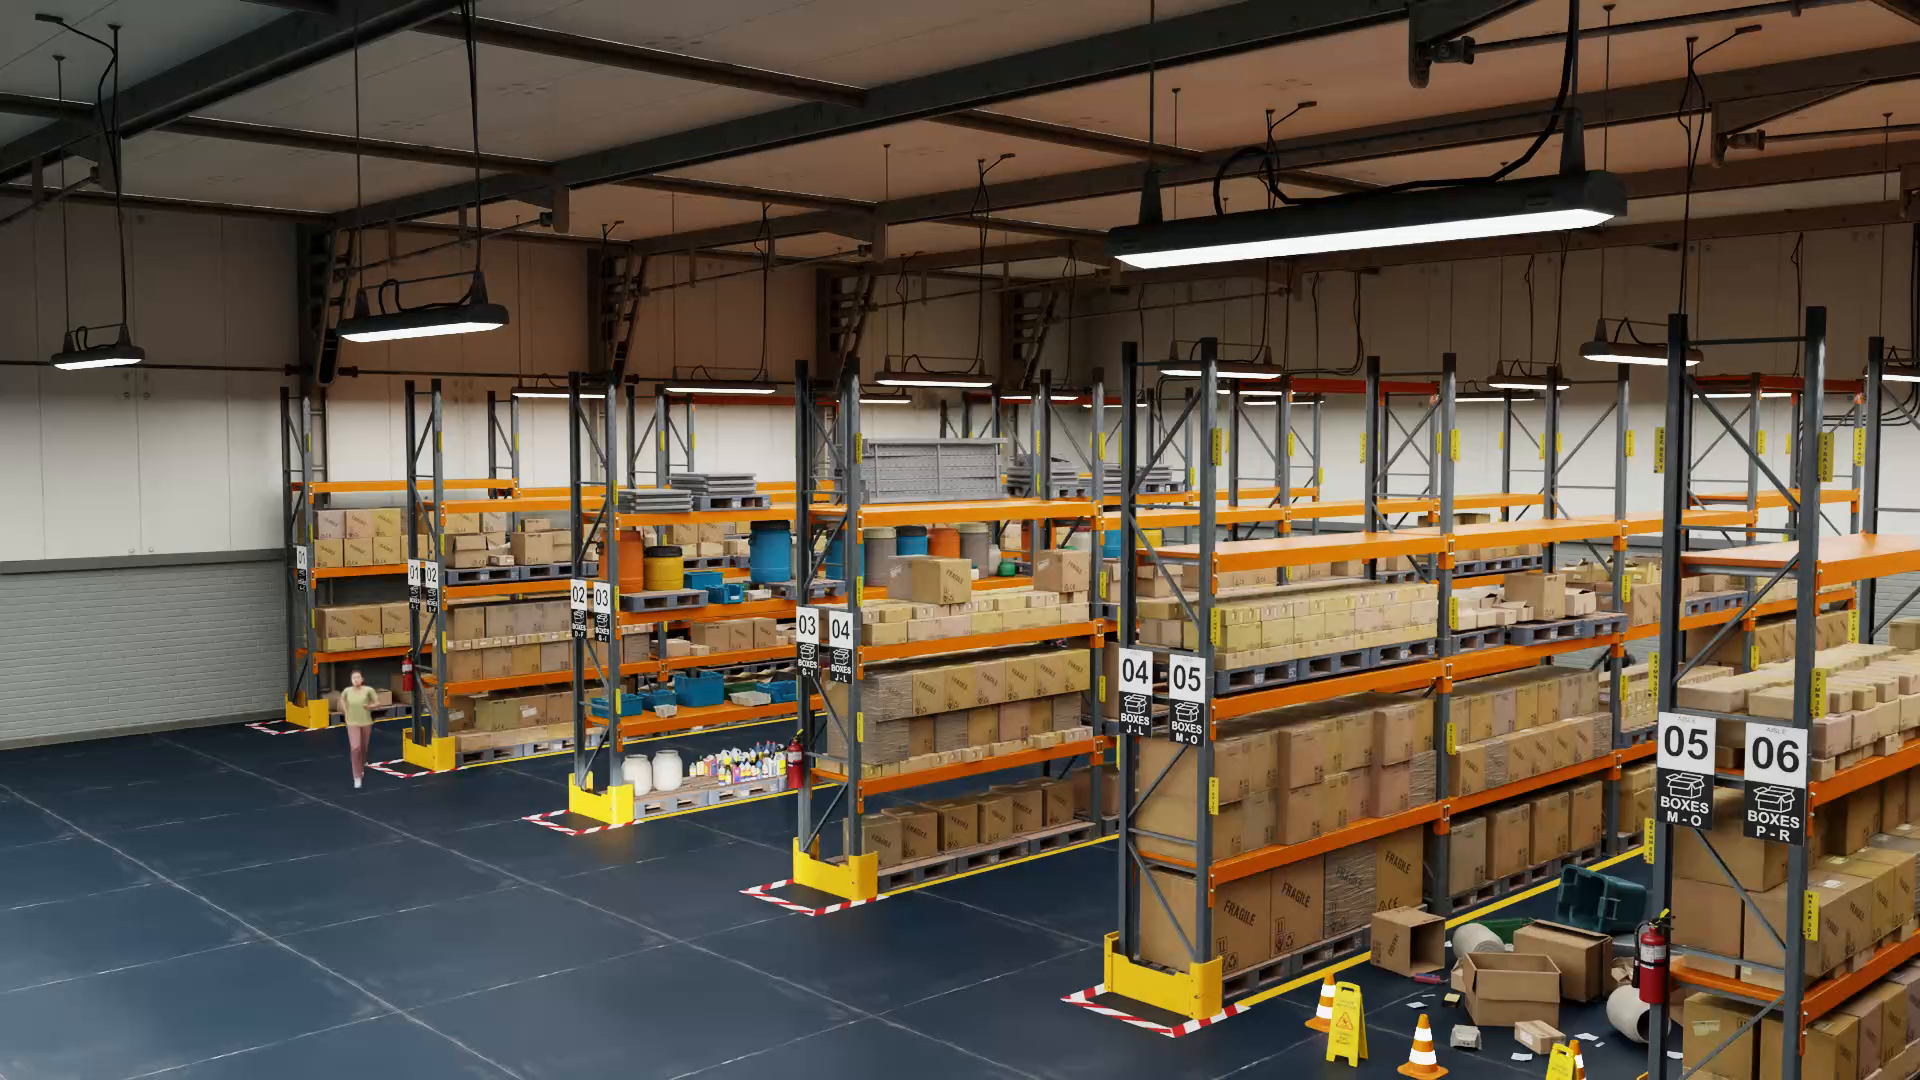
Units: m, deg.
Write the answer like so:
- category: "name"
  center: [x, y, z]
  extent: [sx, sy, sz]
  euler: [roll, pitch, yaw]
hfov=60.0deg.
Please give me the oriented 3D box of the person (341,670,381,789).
- category: "person"
  center: [-8.861, 2.759, 24.606]
  extent: [0.555, 1.693, 0.880]
  euler: [-1, 4, -21]

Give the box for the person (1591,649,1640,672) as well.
- category: "person"
  center: [11.356, 2.490, 28.754]
  extent: [0.785, 1.672, 0.558]
  euler: [1, 4, 9]
